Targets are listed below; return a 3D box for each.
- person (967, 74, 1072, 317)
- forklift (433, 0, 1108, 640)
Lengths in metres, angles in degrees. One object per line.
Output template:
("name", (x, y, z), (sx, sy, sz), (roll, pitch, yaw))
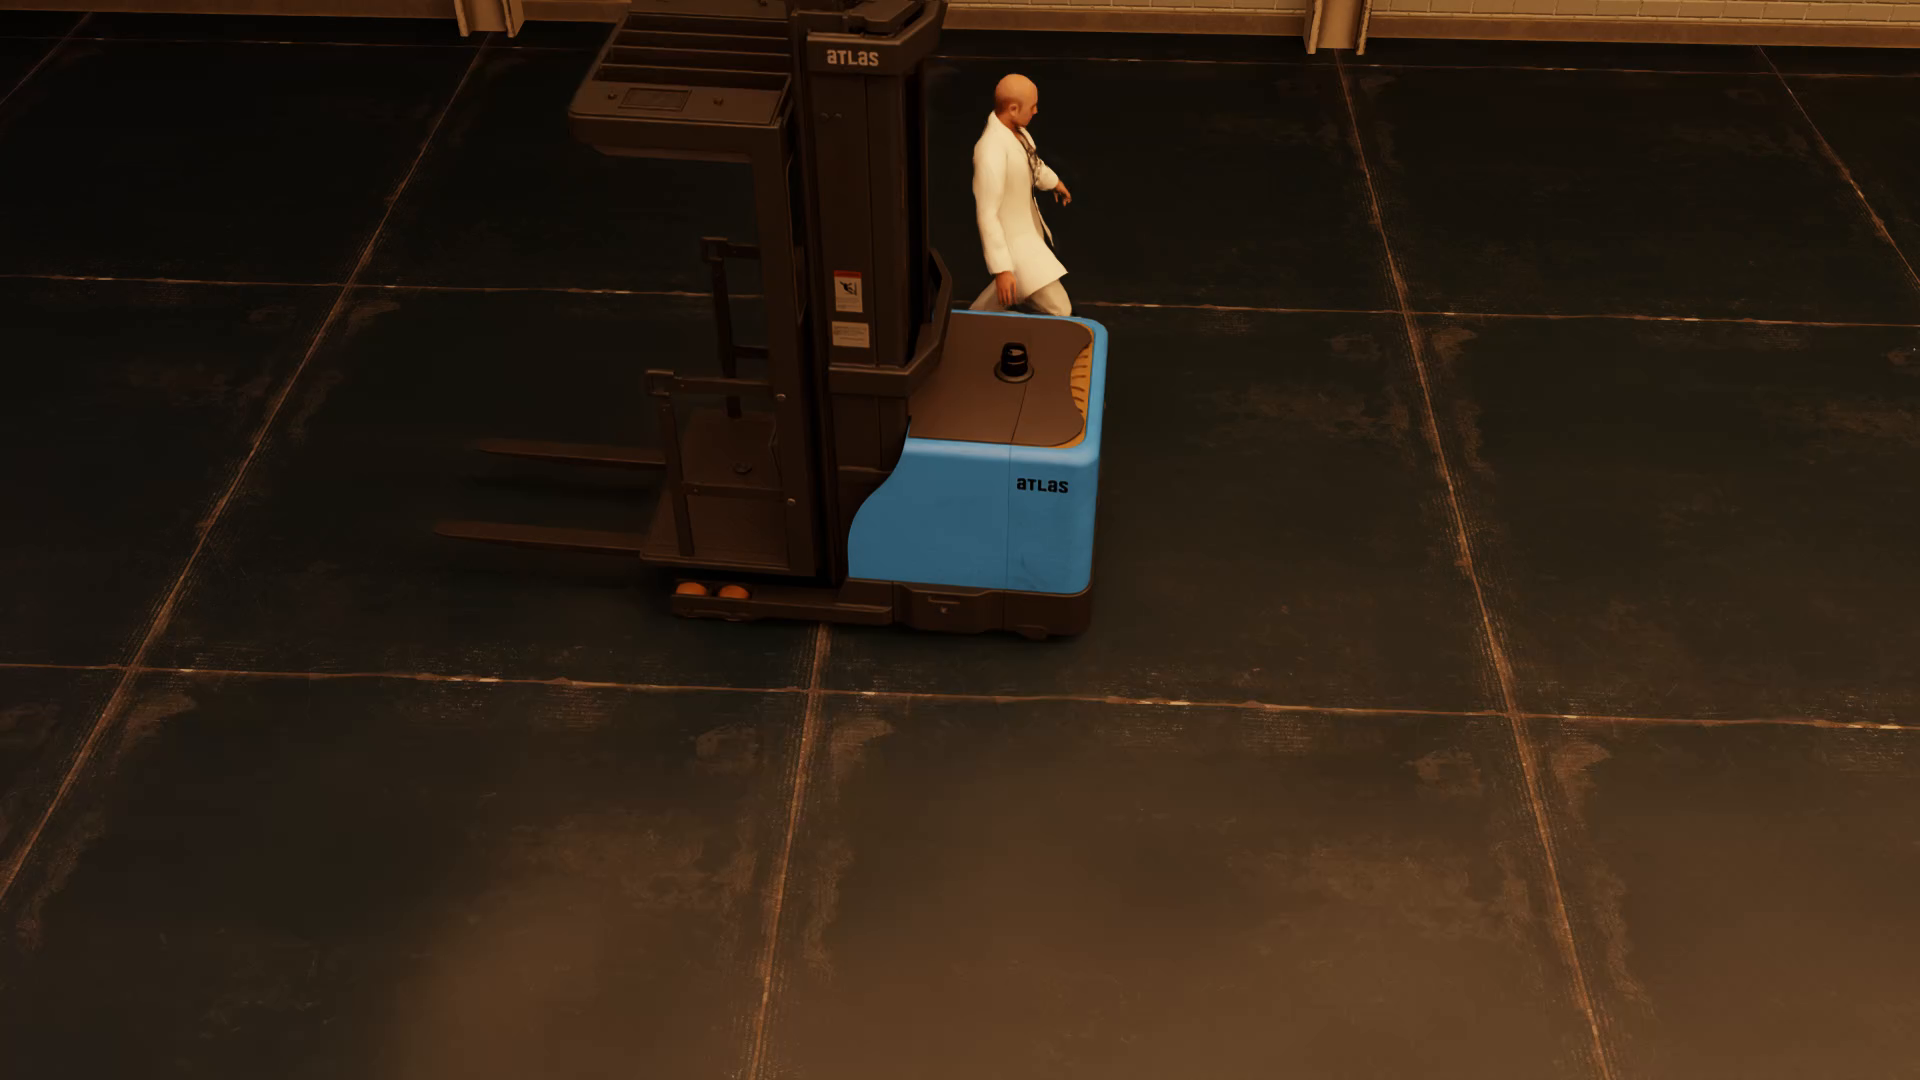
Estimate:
("person", (0.288, -1.569, 8.435), (0.654, 1.654, 0.991), (7, 43, 8))
("forklift", (-0.880, -1.066, 6.910), (3.031, 2.935, 1.130), (4, 43, 5))
